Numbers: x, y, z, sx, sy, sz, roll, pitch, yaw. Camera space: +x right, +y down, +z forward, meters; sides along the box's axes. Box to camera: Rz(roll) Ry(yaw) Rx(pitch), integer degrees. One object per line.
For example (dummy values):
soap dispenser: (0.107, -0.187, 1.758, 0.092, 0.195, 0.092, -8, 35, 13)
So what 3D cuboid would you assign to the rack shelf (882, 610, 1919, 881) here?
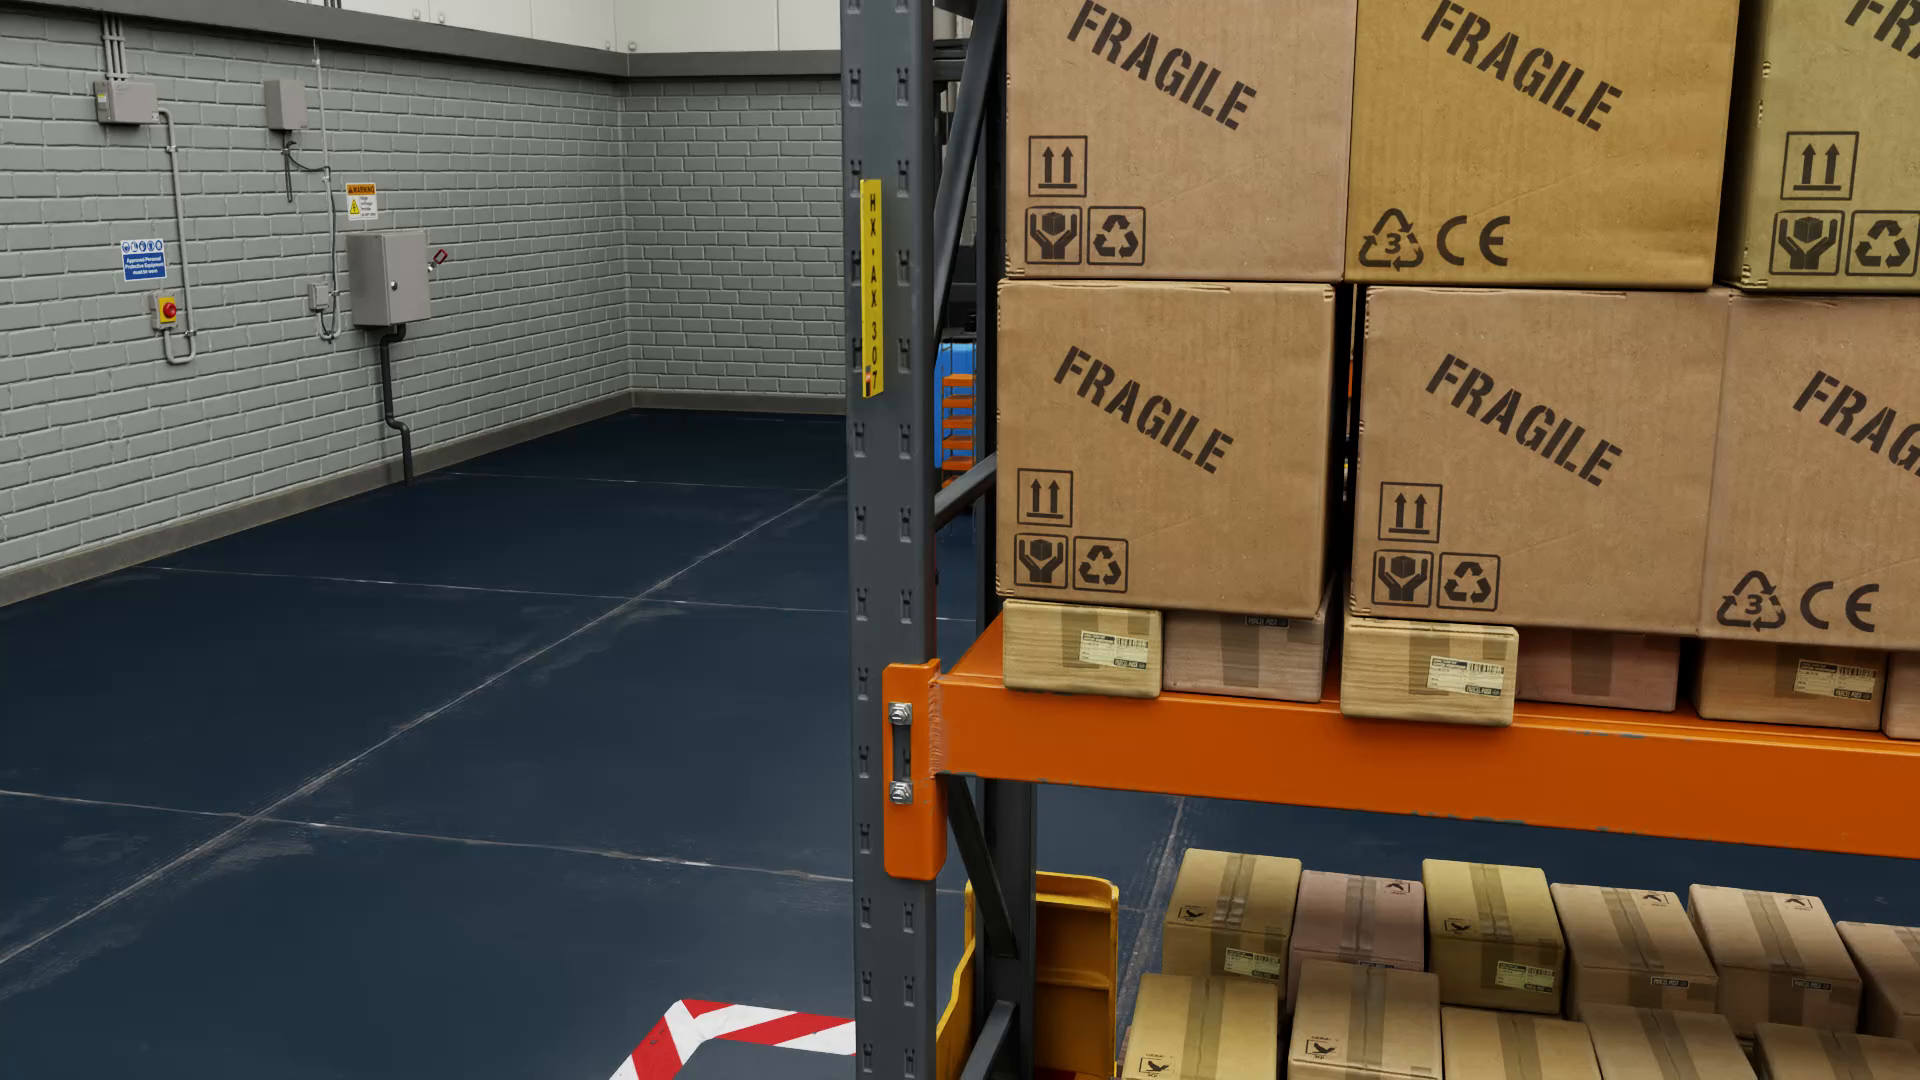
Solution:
rack shelf: (1.938, 0.379, 2.761, 4.000, 0.370, 1.077, 3, 13, 14)

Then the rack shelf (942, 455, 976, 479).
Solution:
rack shelf: (0.014, -0.424, 9.636, 0.180, 0.103, 0.258, 3, 13, 14)

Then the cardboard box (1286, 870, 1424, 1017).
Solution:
cardboard box: (0.801, 0.820, 3.353, 0.250, 0.149, 0.380, 3, 13, 15)

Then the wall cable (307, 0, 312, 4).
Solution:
wall cable: (-4.323, -4.445, 8.992, 0.029, 3.000, 2.355, 3, 13, 14)

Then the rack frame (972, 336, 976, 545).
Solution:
rack frame: (0.103, -0.580, 9.579, 0.006, 1.200, 0.240, 3, 13, 14)

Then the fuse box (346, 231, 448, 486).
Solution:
fuse box: (-3.751, -1.215, 11.260, 0.414, 1.711, 0.539, 3, 13, 14)

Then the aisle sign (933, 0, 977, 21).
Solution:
aisle sign: (-0.003, -1.412, 3.171, 0.004, 0.787, 0.394, 3, 13, 14)

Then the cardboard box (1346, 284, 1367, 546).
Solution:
cardboard box: (0.993, -0.273, 3.121, 0.500, 0.500, 0.500, 3, 13, 13)

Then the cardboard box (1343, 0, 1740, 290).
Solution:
cardboard box: (0.860, -0.654, 2.531, 0.500, 0.500, 0.500, 3, 13, 15)

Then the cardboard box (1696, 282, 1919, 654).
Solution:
cardboard box: (1.364, -0.138, 2.514, 0.500, 0.500, 0.500, 3, 13, 14)

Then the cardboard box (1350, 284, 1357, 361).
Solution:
cardboard box: (1.979, -1.065, 7.379, 0.500, 0.500, 0.500, 3, 13, 13)

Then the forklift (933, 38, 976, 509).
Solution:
forklift: (0.202, -1.893, 11.501, 1.130, 2.935, 3.031, 1, 13, 6)

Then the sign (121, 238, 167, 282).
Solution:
sign: (-4.467, -1.535, 9.102, 0.001, 0.218, 0.327, 3, 13, 14)

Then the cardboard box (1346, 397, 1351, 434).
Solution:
cardboard box: (2.841, -1.101, 12.564, 0.637, 0.503, 0.797, 3, 13, 11)

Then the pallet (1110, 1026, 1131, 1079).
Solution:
pallet: (0.850, 1.339, 3.212, 1.213, 0.211, 1.003, 3, 13, 14)

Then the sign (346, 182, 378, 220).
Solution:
sign: (-3.965, -2.246, 11.027, 0.001, 0.242, 0.339, 3, 13, 14)

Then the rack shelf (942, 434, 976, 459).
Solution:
rack shelf: (0.014, -0.542, 9.610, 0.180, 0.103, 0.258, 3, 13, 14)

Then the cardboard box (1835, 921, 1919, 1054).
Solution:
cardboard box: (1.823, 0.872, 3.115, 0.250, 0.149, 0.380, 3, 13, 12)

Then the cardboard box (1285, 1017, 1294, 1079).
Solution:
cardboard box: (0.831, 1.086, 3.525, 0.250, 0.149, 0.380, 3, 13, 15)

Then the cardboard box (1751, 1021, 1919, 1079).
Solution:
cardboard box: (1.462, 0.960, 2.721, 0.250, 0.149, 0.380, 4, 13, 16)

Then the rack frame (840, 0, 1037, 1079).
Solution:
rack frame: (-0.004, -0.076, 3.151, 0.127, 3.000, 1.000, 3, 13, 14)

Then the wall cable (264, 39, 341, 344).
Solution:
wall cable: (-4.067, -2.205, 10.400, 0.122, 1.984, 0.588, 3, 13, 14)

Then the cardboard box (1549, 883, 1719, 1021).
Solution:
cardboard box: (1.319, 0.833, 3.292, 0.250, 0.149, 0.380, 3, 13, 11)

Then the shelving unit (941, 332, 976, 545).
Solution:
shelving unit: (0.014, -0.585, 9.600, 0.189, 1.200, 0.258, 3, 13, 14)

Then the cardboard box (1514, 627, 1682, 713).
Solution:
cardboard box: (1.022, 0.147, 2.727, 0.250, 0.149, 0.380, 4, 13, 16)

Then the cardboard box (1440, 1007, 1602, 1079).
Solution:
cardboard box: (0.934, 0.948, 2.774, 0.250, 0.149, 0.380, 3, 13, 13)

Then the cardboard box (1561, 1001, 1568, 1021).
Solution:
cardboard box: (1.318, 0.995, 3.249, 0.250, 0.149, 0.380, 3, 13, 13)

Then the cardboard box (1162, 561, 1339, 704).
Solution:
cardboard box: (0.489, 0.137, 2.771, 0.250, 0.149, 0.380, 4, 13, 16)

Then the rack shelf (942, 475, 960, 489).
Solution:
rack shelf: (0.014, -0.307, 9.662, 0.180, 0.103, 0.258, 3, 13, 14)

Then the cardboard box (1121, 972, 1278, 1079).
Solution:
cardboard box: (0.424, 0.919, 2.905, 0.250, 0.149, 0.380, 2, 13, 11)

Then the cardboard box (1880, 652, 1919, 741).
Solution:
cardboard box: (1.513, 0.185, 2.556, 0.250, 0.149, 0.380, 3, 13, 12)

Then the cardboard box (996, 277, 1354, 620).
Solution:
cardboard box: (0.366, -0.189, 2.741, 0.500, 0.500, 0.500, 4, 13, 16)

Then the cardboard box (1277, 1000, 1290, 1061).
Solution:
cardboard box: (0.577, 0.933, 3.529, 0.250, 0.149, 0.380, 3, 13, 12)
